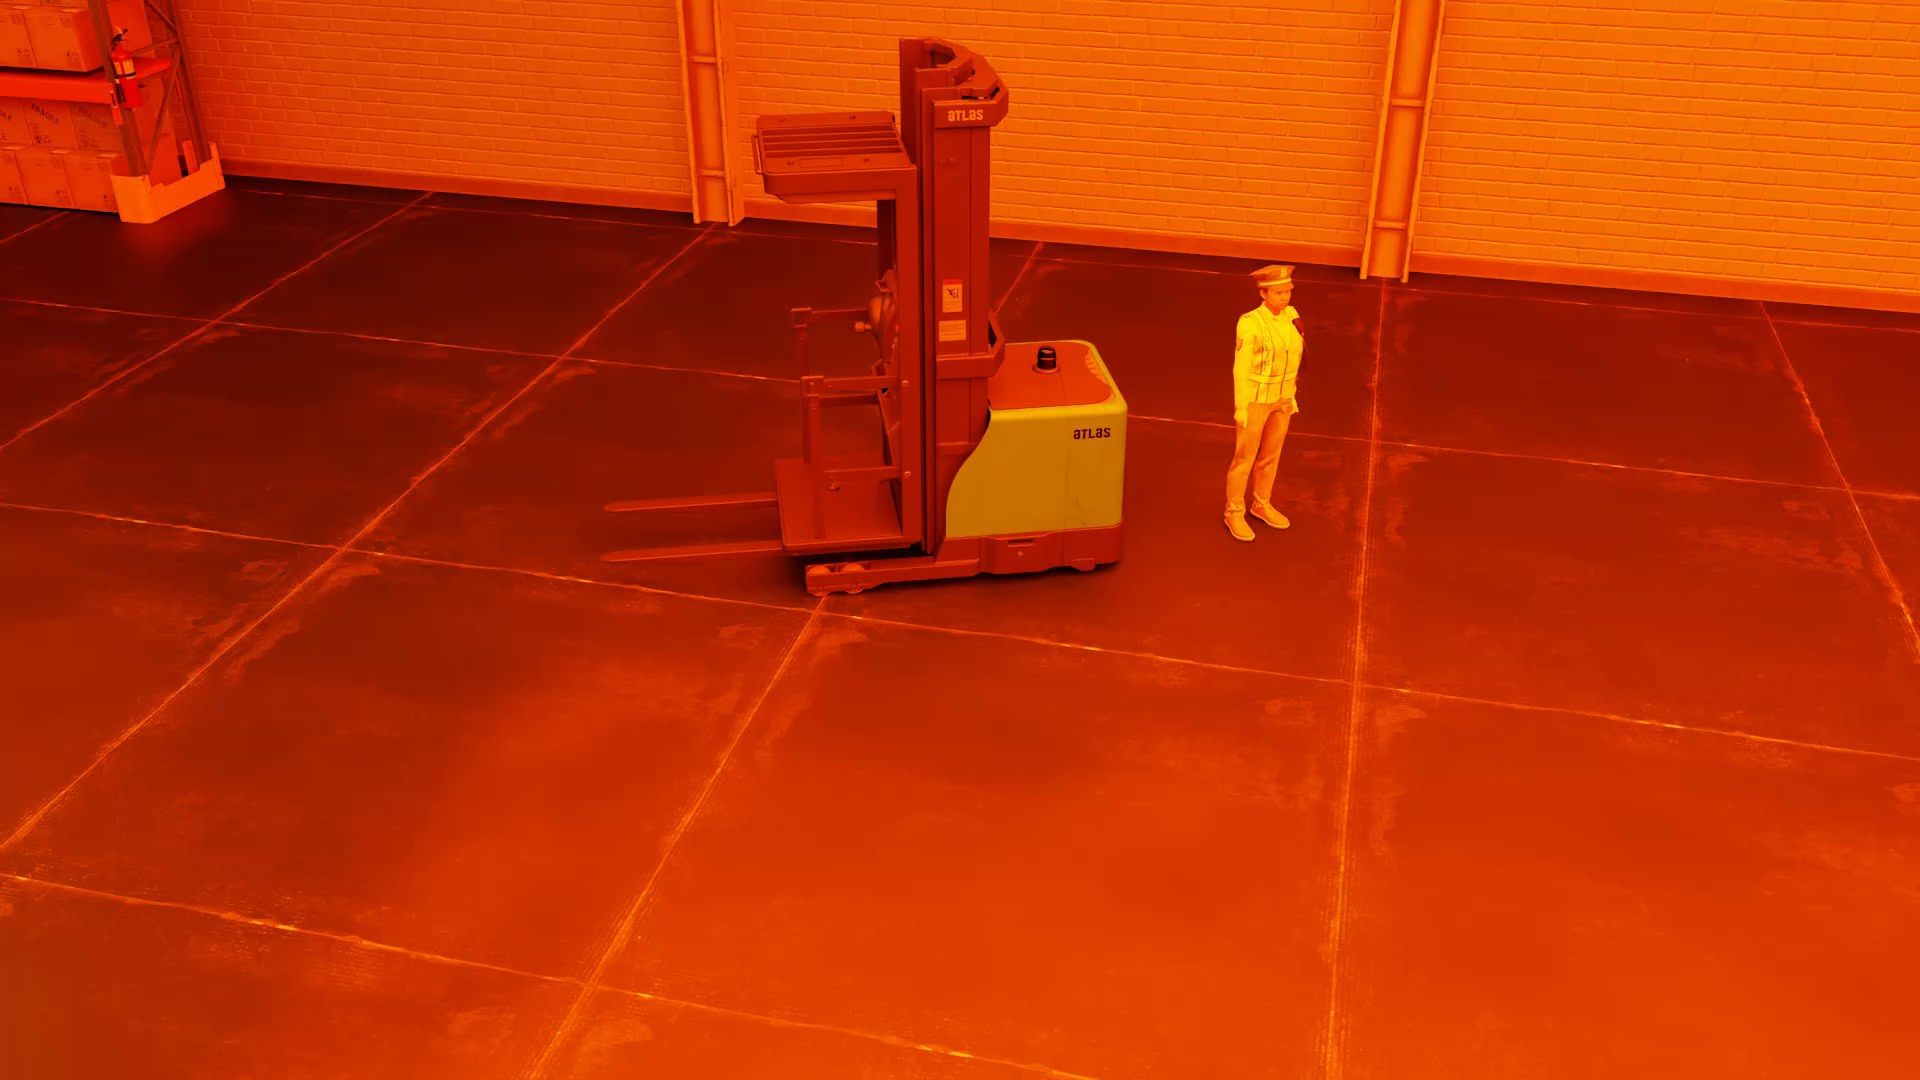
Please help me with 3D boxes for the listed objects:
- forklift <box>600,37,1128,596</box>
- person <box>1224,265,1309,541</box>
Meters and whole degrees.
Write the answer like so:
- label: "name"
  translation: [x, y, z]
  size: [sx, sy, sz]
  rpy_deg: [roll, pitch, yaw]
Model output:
- label: "forklift"
  translation: [-0.602, -1.232, 9.345]
  size: [3.031, 2.935, 1.130]
  rpy_deg: [-4, 30, -7]
- label: "person"
  translation: [1.823, -0.839, 9.914]
  size: [0.457, 1.693, 0.357]
  rpy_deg: [-17, 34, -28]
